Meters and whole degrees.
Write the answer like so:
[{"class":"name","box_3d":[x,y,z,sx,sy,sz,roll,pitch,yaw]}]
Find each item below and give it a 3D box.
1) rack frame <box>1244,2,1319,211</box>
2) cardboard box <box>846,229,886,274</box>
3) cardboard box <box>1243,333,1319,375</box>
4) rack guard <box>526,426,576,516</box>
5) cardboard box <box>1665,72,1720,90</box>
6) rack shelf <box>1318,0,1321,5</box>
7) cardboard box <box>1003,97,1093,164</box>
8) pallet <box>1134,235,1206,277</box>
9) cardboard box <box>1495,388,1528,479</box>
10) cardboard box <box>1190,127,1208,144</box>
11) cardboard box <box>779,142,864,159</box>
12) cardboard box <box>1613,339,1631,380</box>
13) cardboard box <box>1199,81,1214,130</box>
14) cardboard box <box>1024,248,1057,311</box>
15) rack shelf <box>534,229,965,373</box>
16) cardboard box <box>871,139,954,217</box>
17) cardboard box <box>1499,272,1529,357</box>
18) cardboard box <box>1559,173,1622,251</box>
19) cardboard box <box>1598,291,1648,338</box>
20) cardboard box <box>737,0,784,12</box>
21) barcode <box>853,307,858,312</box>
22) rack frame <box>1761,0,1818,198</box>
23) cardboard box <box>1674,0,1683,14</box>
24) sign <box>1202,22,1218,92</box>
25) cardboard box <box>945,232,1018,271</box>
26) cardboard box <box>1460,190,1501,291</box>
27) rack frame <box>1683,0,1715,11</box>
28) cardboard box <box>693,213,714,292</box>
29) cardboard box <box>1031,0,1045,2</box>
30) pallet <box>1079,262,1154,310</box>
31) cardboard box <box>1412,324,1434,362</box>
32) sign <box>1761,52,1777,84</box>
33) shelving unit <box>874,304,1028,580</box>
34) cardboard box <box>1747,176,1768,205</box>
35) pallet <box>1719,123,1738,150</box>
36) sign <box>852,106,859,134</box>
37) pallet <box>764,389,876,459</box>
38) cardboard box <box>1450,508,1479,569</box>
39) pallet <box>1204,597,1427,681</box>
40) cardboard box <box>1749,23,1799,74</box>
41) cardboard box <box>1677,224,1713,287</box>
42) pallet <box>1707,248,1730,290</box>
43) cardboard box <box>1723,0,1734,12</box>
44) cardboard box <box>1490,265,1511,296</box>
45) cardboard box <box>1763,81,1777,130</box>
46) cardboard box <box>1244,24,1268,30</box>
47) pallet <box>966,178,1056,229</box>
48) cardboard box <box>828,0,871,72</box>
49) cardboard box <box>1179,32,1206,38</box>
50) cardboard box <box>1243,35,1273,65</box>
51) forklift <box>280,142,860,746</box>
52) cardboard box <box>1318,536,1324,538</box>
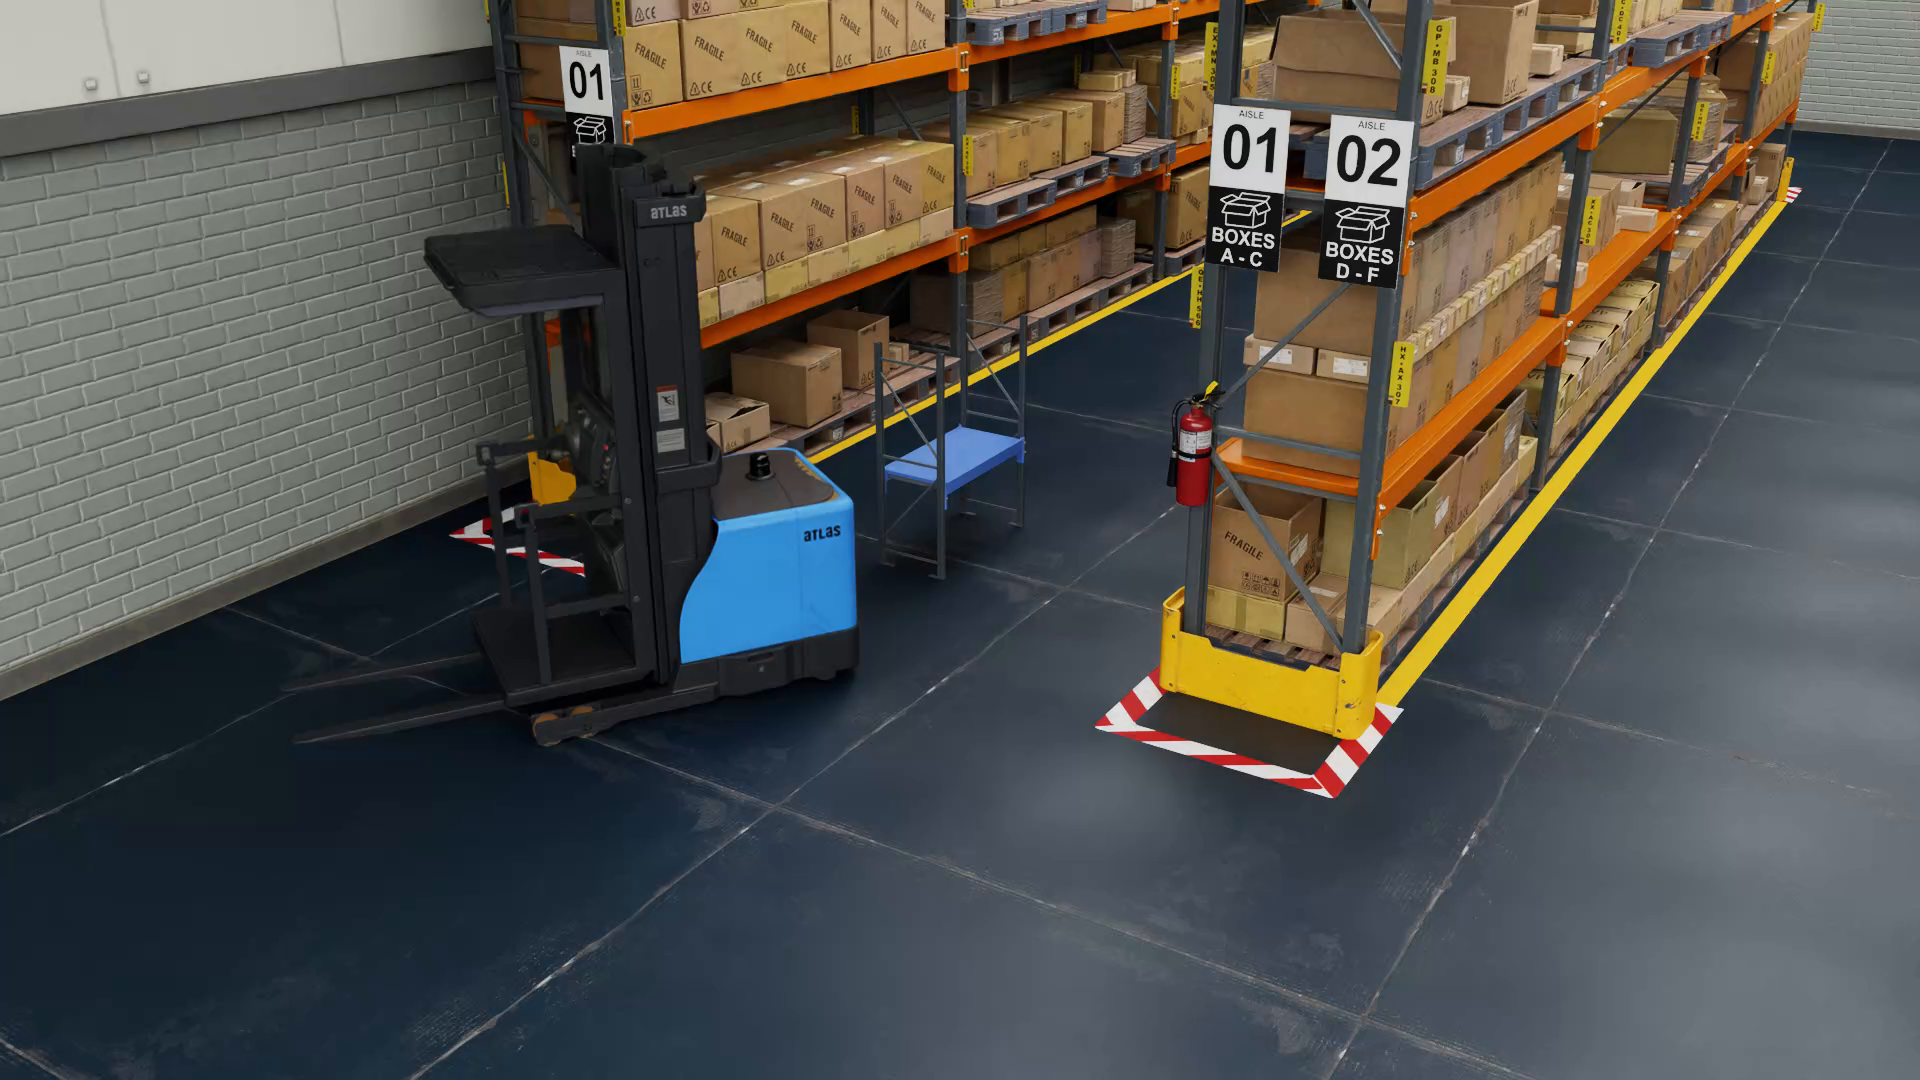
[{"class":"rack frame","box_3d":[3.816,-5.583,20.371,1.000,3.000,0.127,14,27,29]},{"class":"cardboard box","box_3d":[-0.919,-2.261,12.860,0.500,0.250,0.500,14,27,29]},{"class":"cardboard box","box_3d":[1.736,-1.009,8.862,0.380,0.149,0.250,13,27,28]},{"class":"rack guard","box_3d":[-2.474,-0.412,11.572,1.175,0.500,0.348,14,27,29]},{"class":"cardboard box","box_3d":[7.586,-4.672,17.612,0.700,0.500,0.500,5,24,11]},{"class":"rack shelf","box_3d":[4.871,-7.305,21.478,1.077,0.370,4.000,14,27,29]},{"class":"cardboard box","box_3d":[0.828,-3.895,15.792,0.700,0.500,0.500,14,27,29]},{"class":"pallet","box_3d":[2.186,-3.204,18.385,1.003,0.211,1.213,14,27,29]},{"class":"cardboard box","box_3d":[3.474,-0.753,11.202,0.500,0.500,0.500,14,27,29]},{"class":"cardboard box","box_3d":[2.429,-4.345,17.802,0.380,0.149,0.250,15,27,31]},{"class":"cardboard box","box_3d":[-1.106,-2.879,13.344,0.500,0.500,0.500,14,27,29]},{"class":"cardboard box","box_3d":[5.309,-1.555,13.998,0.500,0.250,0.500,15,27,30]},{"class":"cardboard box","box_3d":[2.464,-4.710,17.829,0.500,0.500,0.500,15,28,31]},{"class":"cardboard box","box_3d":[0.503,-2.539,15.931,0.700,0.500,0.500,14,27,30]},{"class":"rack shelf","box_3d":[-1.459,-1.878,12.718,1.077,0.370,4.000,14,27,29]},{"class":"cardboard box","box_3d":[-0.391,-2.943,13.493,0.500,0.500,0.500,14,27,29]},{"class":"cardboard box","box_3d":[3.305,-1.562,10.956,0.700,0.500,0.500,14,27,28]},{"class":"cardboard box","box_3d":[5.045,-2.673,13.522,0.500,0.500,0.500,12,26,26]},{"class":"cardboard box","box_3d":[5.581,-1.979,14.273,0.500,0.311,0.500,13,27,28]},{"class":"cardboard box","box_3d":[-1.536,-3.837,11.152,0.500,0.500,0.500,15,27,30]},{"class":"barcode","box_3d":[-0.893,-1.953,14.175,0.001,0.075,0.075,14,27,29]},{"class":"rack frame","box_3d":[10.136,-5.896,21.095,1.000,3.000,0.127,14,27,29]},{"class":"cardboard box","box_3d":[5.725,-4.532,13.827,0.500,0.250,0.500,12,26,25]},{"class":"sign","box_3d":[1.243,-2.361,8.138,0.100,0.325,0.005,14,27,29]},{"class":"cardboard box","box_3d":[0.199,-2.683,15.321,0.500,0.250,0.500,13,27,28]},{"class":"cardboard box","box_3d":[2.783,-1.828,9.939,0.700,0.500,0.500,14,27,29]},{"class":"rack frame","box_3d":[5.916,-5.949,13.666,1.000,3.000,0.127,14,27,29]},{"class":"cardboard box","box_3d":[-2.007,-1.916,11.119,0.500,0.500,0.500,14,27,29]},{"class":"cardboard box","box_3d":[0.603,-5.082,14.784,0.500,0.500,0.500,13,27,27]},{"class":"pallet","box_3d":[1.292,-2.690,17.198,1.003,0.211,1.213,14,27,29]},{"class":"cardboard box","box_3d":[2.356,-1.101,9.075,0.380,0.149,0.250,14,27,29]},{"class":"sign","box_3d":[8.500,-4.963,17.481,0.100,0.325,0.005,14,27,29]},{"class":"shelving unit","box_3d":[-0.045,-0.659,10.886,0.538,1.500,1.048,14,27,29]},{"class":"cardboard box","box_3d":[9.532,-4.287,20.285,0.500,0.250,0.500,14,27,29]},{"class":"pallet","box_3d":[7.512,-4.211,17.444,1.003,0.211,1.213,14,27,29]},{"class":"sign","box_3d":[-0.878,-3.530,14.170,0.100,0.325,0.005,14,27,29]},{"class":"pallet","box_3d":[-1.371,-0.956,13.193,1.003,0.211,1.213,14,27,29]},{"class":"cardboard box","box_3d":[2.961,-0.067,10.563,0.500,0.250,0.500,14,27,29]},{"class":"pallet","box_3d":[2.064,0.516,9.791,1.003,0.211,1.213,14,27,29]},{"class":"cardboard box","box_3d":[9.329,-5.673,19.195,0.500,0.500,0.500,15,27,31]},{"class":"cardboard box","box_3d":[7.210,-2.868,16.692,0.500,0.500,0.500,13,27,27]},{"class":"pallet","box_3d":[7.629,-2.984,17.878,1.003,0.211,1.213,14,27,29]},{"class":"cardboard box","box_3d":[6.661,-5.121,15.402,0.910,0.500,0.500,14,27,29]},{"class":"cardboard box","box_3d":[3.174,-1.625,10.286,0.380,0.149,0.250,15,27,30]},{"class":"cardboard box","box_3d":[8.794,-4.881,18.623,0.500,0.500,0.500,14,27,30]},{"class":"cardboard box","box_3d":[3.352,-6.018,19.907,0.500,0.250,0.500,15,27,31]},{"class":"pallet","box_3d":[0.123,-3.023,14.698,1.003,0.211,1.213,14,27,29]},{"class":"cardboard box","box_3d":[-0.998,-3.730,12.163,0.500,0.500,0.500,13,26,27]},{"class":"cardboard box","box_3d":[2.821,-5.670,19.103,0.500,0.250,0.500,13,27,27]},{"class":"cardboard box","box_3d":[3.240,-5.565,18.860,0.500,0.250,0.500,14,27,30]},{"class":"forklift","box_3d":[-2.125,-0.500,8.716,3.031,2.935,1.130,-11,26,-23]},{"class":"cardboard box","box_3d":[2.244,-0.010,10.431,0.500,0.250,0.500,14,27,29]}]
